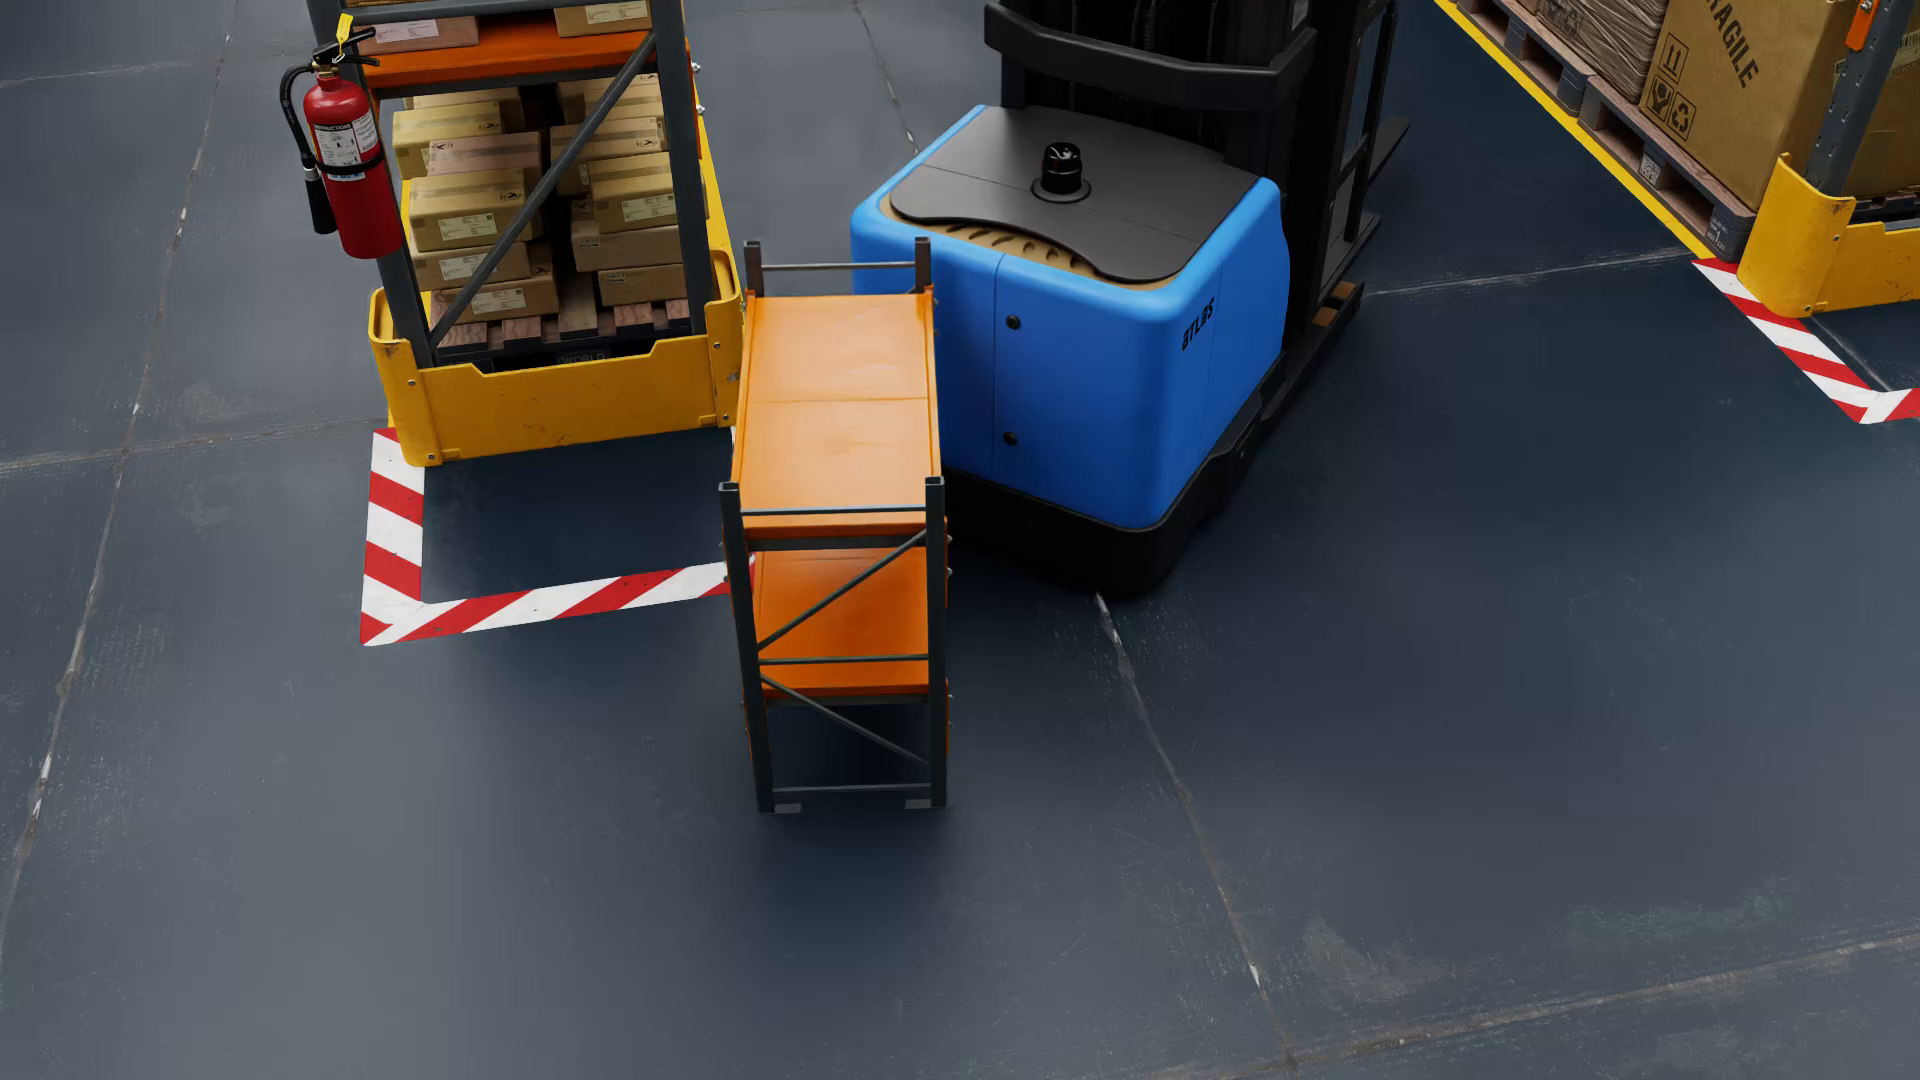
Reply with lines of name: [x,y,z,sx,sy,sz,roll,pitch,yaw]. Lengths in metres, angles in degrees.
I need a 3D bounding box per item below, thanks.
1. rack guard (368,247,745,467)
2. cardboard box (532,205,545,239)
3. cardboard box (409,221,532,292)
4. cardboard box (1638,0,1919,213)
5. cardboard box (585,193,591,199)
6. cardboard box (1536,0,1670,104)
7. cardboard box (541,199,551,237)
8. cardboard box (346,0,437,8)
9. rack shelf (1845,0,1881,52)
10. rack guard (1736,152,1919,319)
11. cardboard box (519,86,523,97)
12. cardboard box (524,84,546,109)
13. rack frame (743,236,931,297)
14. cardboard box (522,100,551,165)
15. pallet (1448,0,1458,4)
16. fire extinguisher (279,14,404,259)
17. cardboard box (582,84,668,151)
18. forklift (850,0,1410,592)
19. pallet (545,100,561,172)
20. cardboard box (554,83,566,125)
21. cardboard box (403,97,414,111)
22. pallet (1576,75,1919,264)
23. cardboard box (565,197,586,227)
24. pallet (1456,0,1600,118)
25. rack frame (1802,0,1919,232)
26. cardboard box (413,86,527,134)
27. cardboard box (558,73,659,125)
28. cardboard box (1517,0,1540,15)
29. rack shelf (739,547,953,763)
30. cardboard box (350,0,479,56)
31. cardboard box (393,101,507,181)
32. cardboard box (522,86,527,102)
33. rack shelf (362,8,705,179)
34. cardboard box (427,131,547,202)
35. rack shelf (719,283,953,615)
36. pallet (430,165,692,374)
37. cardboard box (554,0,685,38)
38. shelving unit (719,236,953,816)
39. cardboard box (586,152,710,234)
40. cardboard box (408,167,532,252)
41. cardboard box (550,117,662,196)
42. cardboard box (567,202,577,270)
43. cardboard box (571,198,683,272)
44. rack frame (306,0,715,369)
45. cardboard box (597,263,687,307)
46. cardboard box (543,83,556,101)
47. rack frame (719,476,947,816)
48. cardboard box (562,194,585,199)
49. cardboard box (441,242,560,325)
rack guard: [-1.311,-0.615,5.567,1.175,0.500,0.348,-8,42,-9]
cardboard box: [-1.691,-1.181,5.929,0.380,0.149,0.250,-9,42,-10]
cardboard box: [-1.687,-1.004,5.729,0.380,0.149,0.250,-9,42,-10]
cardboard box: [3.354,-1.912,6.429,0.875,0.875,0.875,-8,42,-9]
cardboard box: [-1.161,-1.265,6.023,0.380,0.149,0.250,-9,42,-9]
cardboard box: [3.158,-2.502,7.093,0.875,0.875,0.875,-8,42,-9]
cardboard box: [-1.739,-1.239,6.217,0.380,0.149,0.250,-9,42,-9]
cardboard box: [-1.643,-1.904,4.836,0.500,0.500,0.500,-8,42,-8]
rack shelf: [3.139,-3.174,7.107,1.077,0.370,4.000,-8,42,-9]
rack guard: [3.576,-1.196,6.220,1.175,0.500,0.348,-8,42,-9]
cardboard box: [-1.962,-1.844,6.674,0.380,0.149,0.250,-6,42,-7]
cardboard box: [-1.942,-1.908,6.971,0.380,0.149,0.250,-7,42,-8]
rack frame: [-0.329,-0.380,4.830,0.500,1.125,0.032,-2,42,-2]
cardboard box: [-1.758,-1.530,6.321,0.380,0.149,0.250,-9,42,-10]
pallet: [2.795,-3.192,8.687,1.003,0.211,1.213,-8,42,-9]
fire extinguisher: [-1.691,-1.103,4.572,0.296,0.674,0.183,-8,42,-9]
cardboard box: [-1.182,-1.546,6.115,0.380,0.149,0.250,-8,42,-9]
forklift: [0.830,-1.908,5.192,1.130,2.935,3.031,20,45,21]
pallet: [-1.712,-1.828,7.151,1.003,0.211,1.213,-8,42,-9]
cardboard box: [-1.400,-1.751,6.570,0.380,0.149,0.250,-10,43,-11]
cardboard box: [-1.941,-1.785,6.384,0.380,0.149,0.250,-7,42,-8]
pallet: [3.321,-1.610,6.905,1.003,0.211,1.213,-8,42,-9]
cardboard box: [-1.292,-1.295,6.281,0.380,0.149,0.250,-8,42,-9]
pallet: [3.062,-2.400,7.794,1.003,0.211,1.213,-8,42,-9]
rack frame: [3.570,-2.146,5.408,1.000,3.000,0.127,-8,42,-9]
cardboard box: [-1.828,-1.619,6.197,0.380,0.149,0.250,-10,43,-11]
cardboard box: [-1.316,-1.695,6.283,0.380,0.149,0.250,-10,43,-11]
cardboard box: [2.966,-3.079,7.743,0.875,0.875,0.875,-8,42,-9]
rack shelf: [-0.307,0.140,4.613,0.538,0.278,1.000,-2,42,-2]
cardboard box: [-1.641,-1.578,4.957,0.380,0.149,0.250,-8,42,-9]
cardboard box: [-1.834,-1.442,5.998,0.380,0.149,0.250,-9,42,-10]
cardboard box: [-1.961,-1.734,6.775,0.380,0.149,0.250,-8,42,-8]
rack shelf: [-1.726,-2.528,6.381,1.077,0.370,4.000,-8,42,-9]
cardboard box: [-1.654,-1.292,5.829,0.380,0.149,0.250,-8,42,-8]
rack shelf: [-0.307,-0.261,4.256,0.538,0.278,1.000,-2,42,-2]
pallet: [-1.452,-1.039,6.262,1.003,0.211,1.213,-8,42,-9]
cardboard box: [-1.044,-1.664,5.054,0.380,0.149,0.250,-9,42,-10]
shelving unit: [-0.307,-0.042,4.450,0.538,1.125,1.048,-2,42,-2]
cardboard box: [-1.076,-1.203,5.728,0.380,0.149,0.250,-10,43,-11]
cardboard box: [-1.656,-1.121,5.637,0.380,0.149,0.250,-8,42,-9]
cardboard box: [-1.253,-1.364,5.910,0.380,0.149,0.250,-8,42,-9]
cardboard box: [-1.231,-1.135,6.101,0.380,0.149,0.250,-9,42,-9]
cardboard box: [-1.157,-1.079,5.814,0.380,0.149,0.250,-7,42,-7]
rack frame: [-1.294,-1.501,4.681,1.000,3.000,0.127,-8,42,-9]
cardboard box: [-1.095,-0.977,5.923,0.380,0.149,0.250,-8,42,-8]
cardboard box: [-1.498,-1.921,6.762,0.380,0.149,0.250,-6,42,-7]
rack frame: [-0.285,0.295,4.071,0.500,1.125,0.032,-2,42,-2]
cardboard box: [-1.300,-1.411,6.187,0.380,0.149,0.250,-8,42,-9]
cardboard box: [-1.612,-0.903,5.839,0.380,0.149,0.250,-8,42,-9]
